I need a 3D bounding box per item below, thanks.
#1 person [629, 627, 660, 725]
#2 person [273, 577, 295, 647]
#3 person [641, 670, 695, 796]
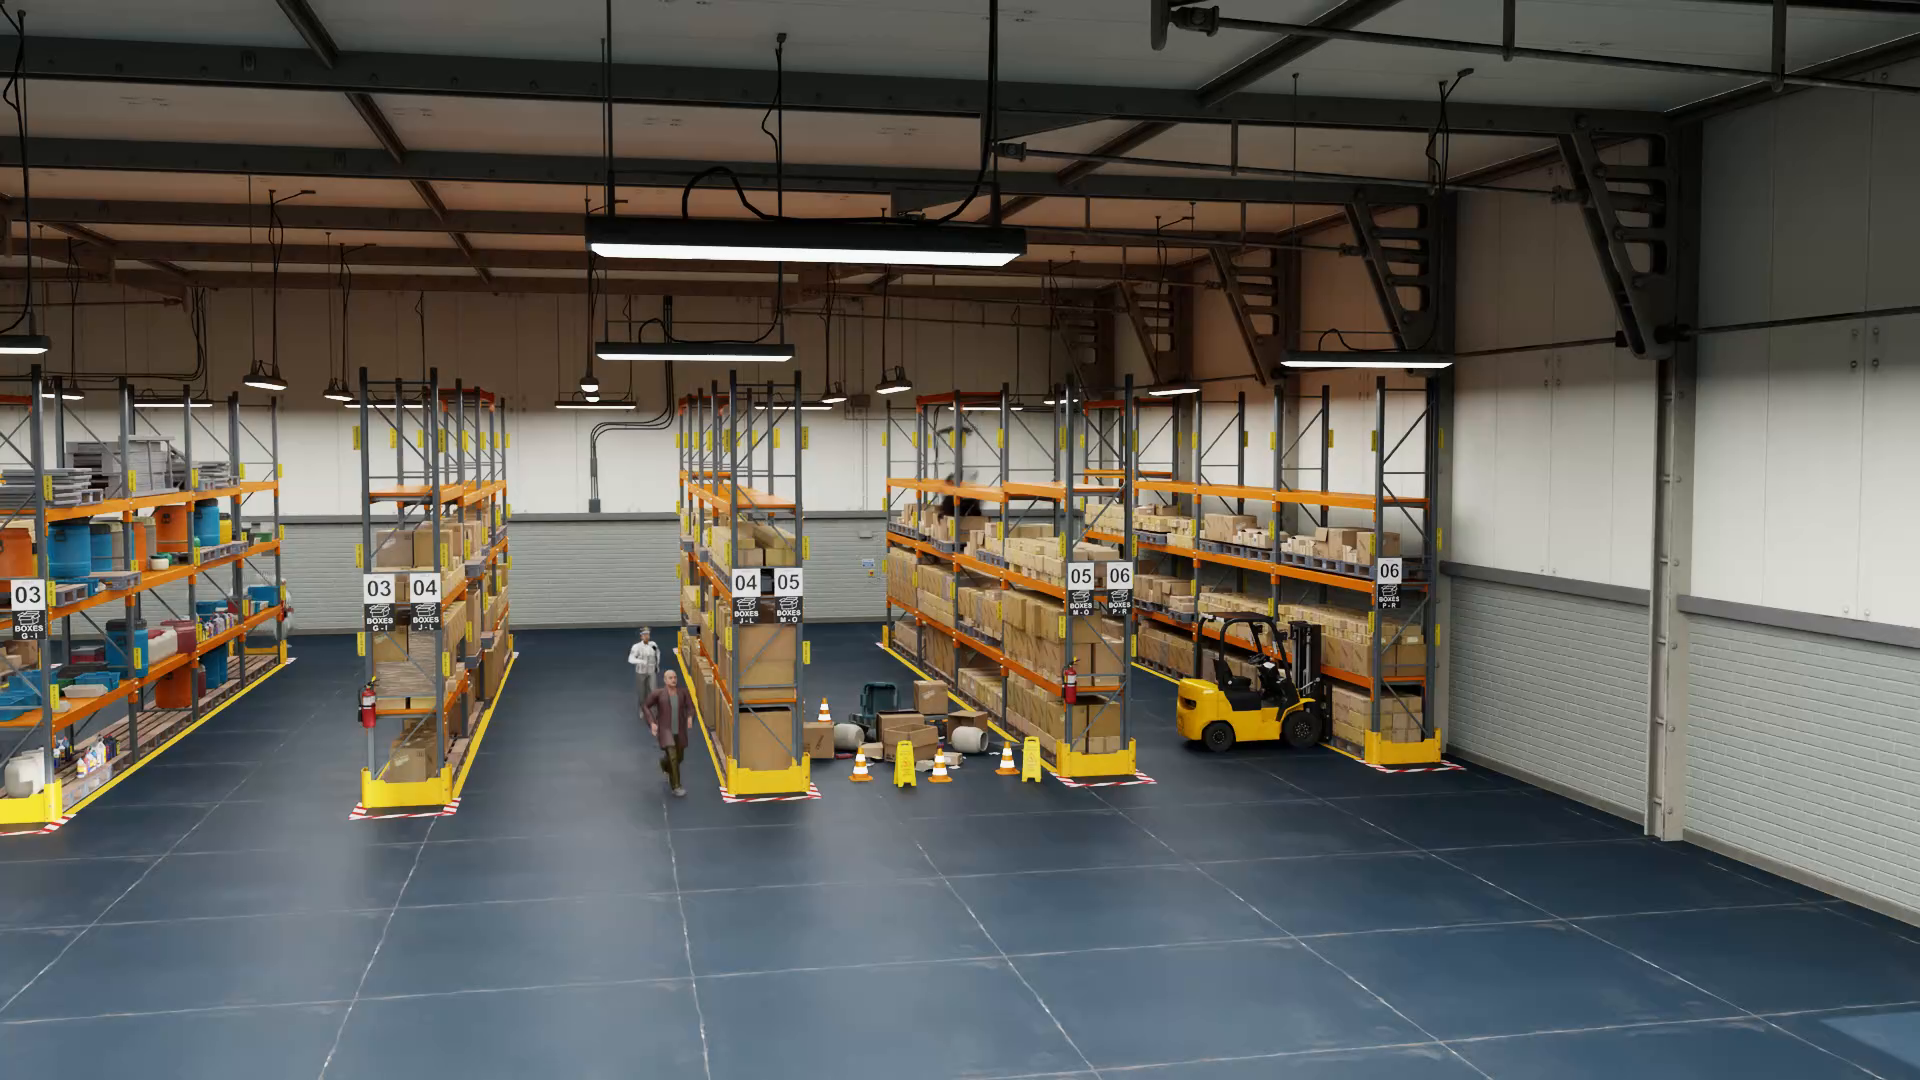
[{"bbox_3d":[-5.582,2.397,29.481,0.598,1.743,0.779,-1,4,-19],"label":"person"},{"bbox_3d":[-16.458,1.747,40.359,0.588,1.723,0.703,0,3,6],"label":"person"},{"bbox_3d":[-4.119,2.711,23.599,0.744,1.750,0.931,-2,4,-33],"label":"person"}]
